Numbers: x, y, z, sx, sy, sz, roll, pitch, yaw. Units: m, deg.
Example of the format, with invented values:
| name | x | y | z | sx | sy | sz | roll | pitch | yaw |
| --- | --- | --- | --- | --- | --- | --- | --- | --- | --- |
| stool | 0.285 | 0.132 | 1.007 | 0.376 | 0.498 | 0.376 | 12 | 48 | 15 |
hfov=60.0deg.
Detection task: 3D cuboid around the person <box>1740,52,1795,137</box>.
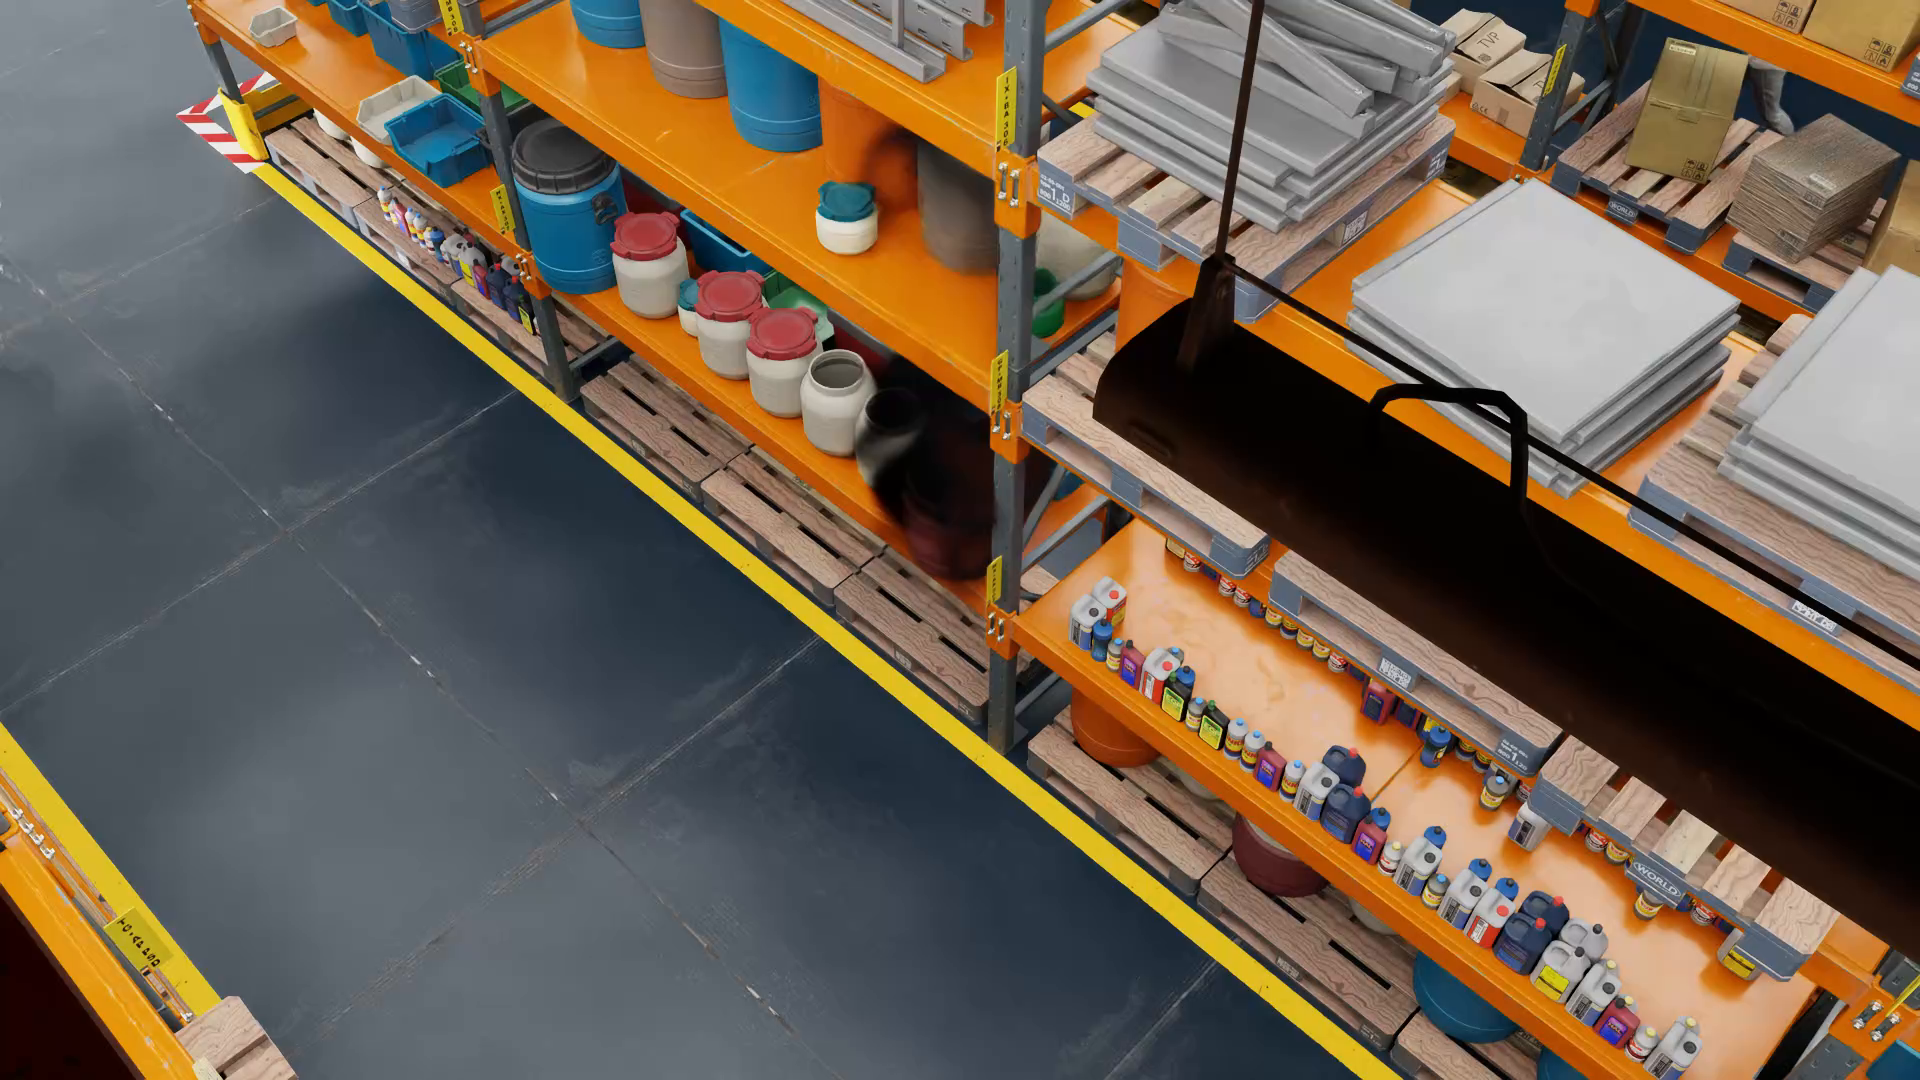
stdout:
| name | x | y | z | sx | sy | sz | roll | pitch | yaw |
| --- | --- | --- | --- | --- | --- | --- | --- | --- | --- |
| person | 5.953 | -3.495 | 12.180 | 0.963 | 1.770 | 0.702 | 27 | 55 | 21 |
